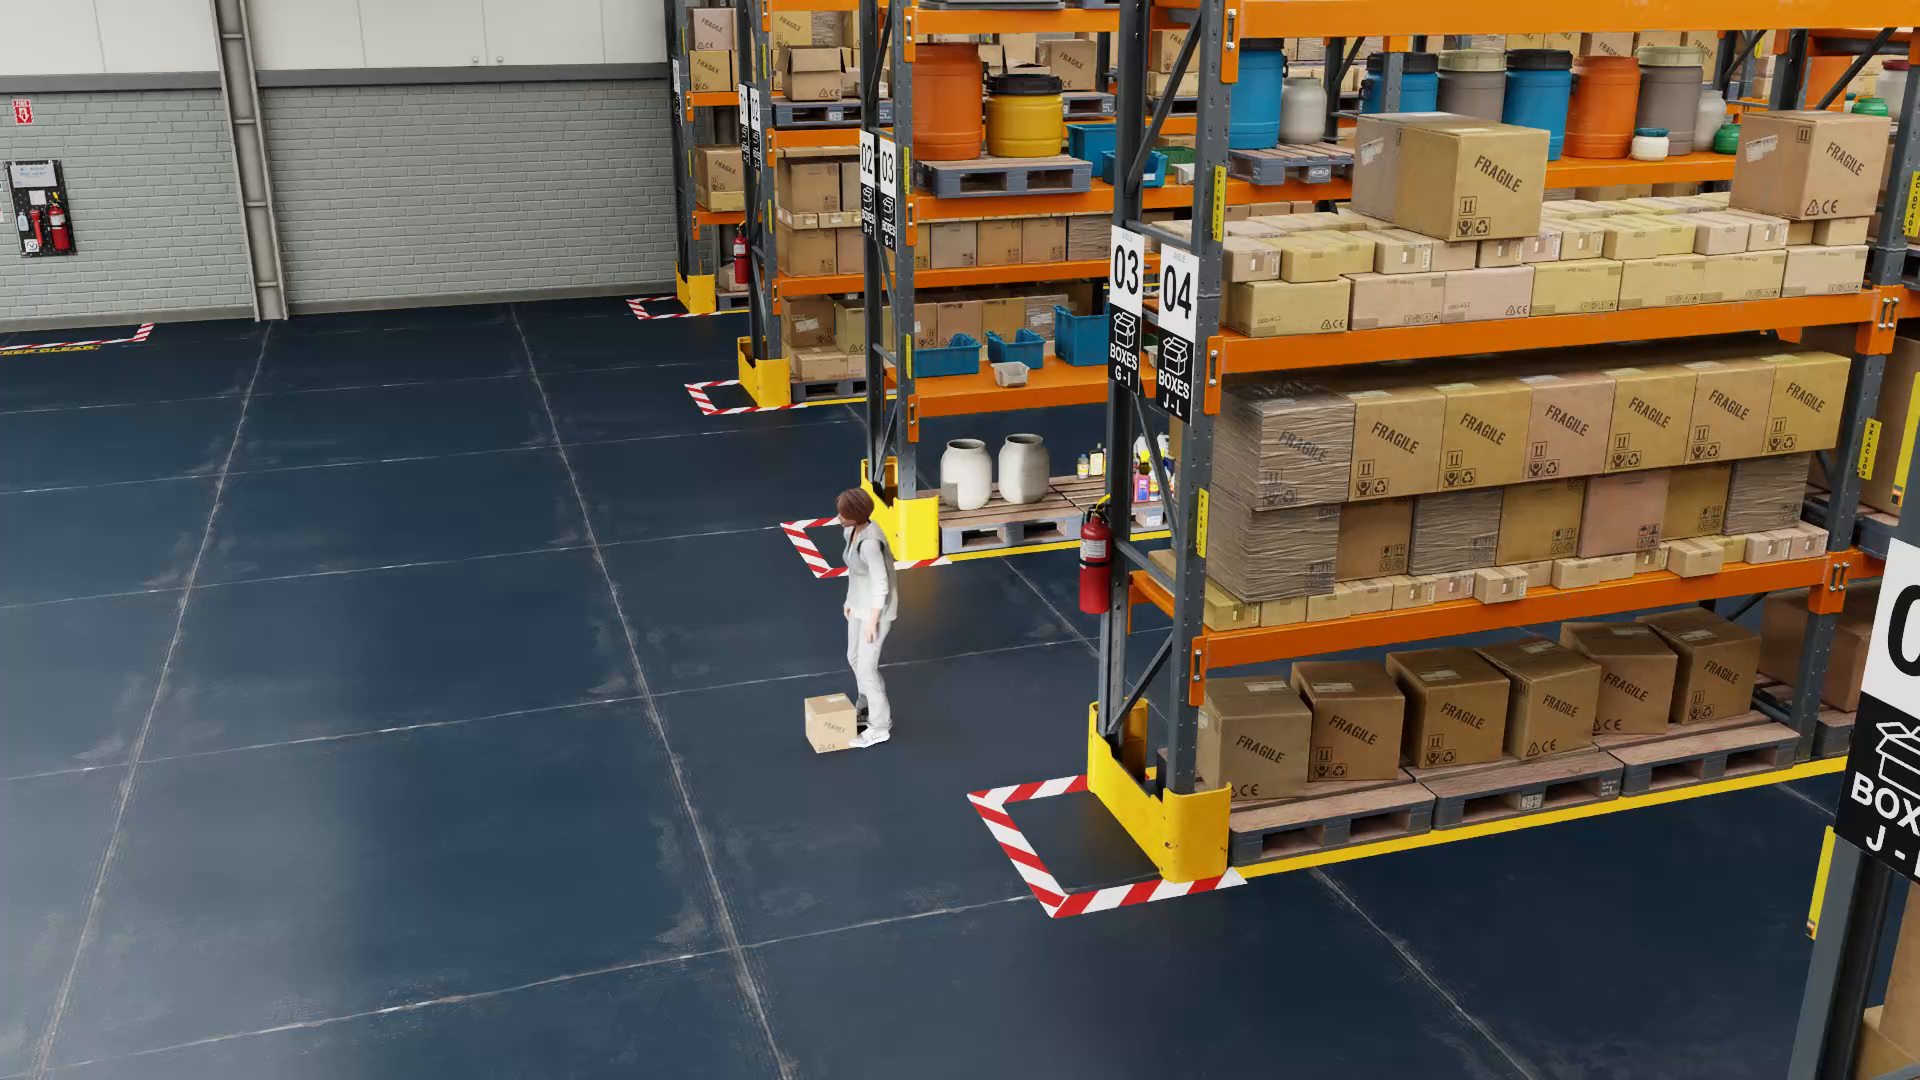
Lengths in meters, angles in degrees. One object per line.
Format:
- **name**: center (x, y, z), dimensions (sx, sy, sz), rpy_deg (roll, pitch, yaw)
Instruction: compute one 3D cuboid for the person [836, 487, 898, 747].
- **person**: center (-0.555, 0.439, 9.846), dimensions (0.345, 1.593, 0.479), rpy_deg (-7, 21, -19)
